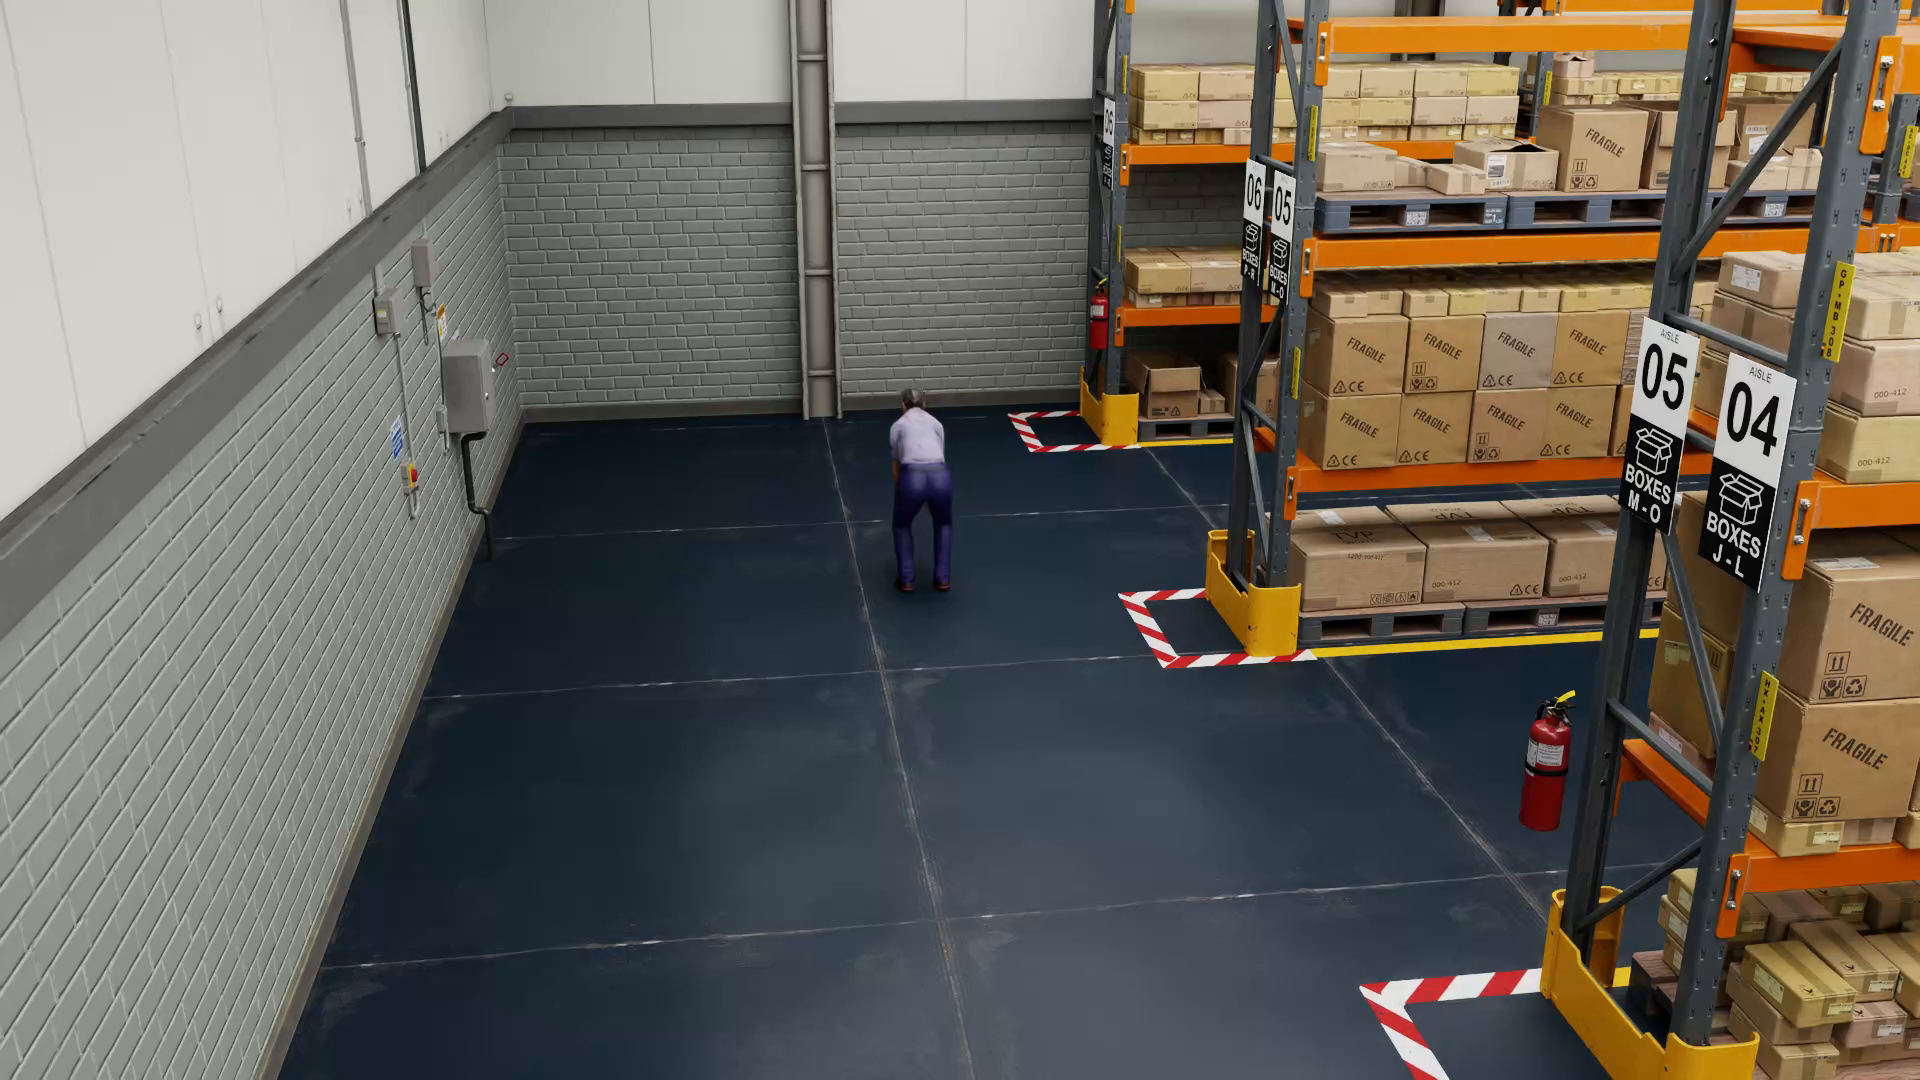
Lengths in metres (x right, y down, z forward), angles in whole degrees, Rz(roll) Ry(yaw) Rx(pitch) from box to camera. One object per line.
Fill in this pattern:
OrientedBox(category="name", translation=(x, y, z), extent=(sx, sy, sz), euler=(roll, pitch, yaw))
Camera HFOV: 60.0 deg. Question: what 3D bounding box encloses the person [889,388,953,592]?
OrientedBox(category="person", translation=(-0.295, -0.316, 12.441), extent=(0.455, 1.324, 0.729), euler=(-3, 20, -9))
